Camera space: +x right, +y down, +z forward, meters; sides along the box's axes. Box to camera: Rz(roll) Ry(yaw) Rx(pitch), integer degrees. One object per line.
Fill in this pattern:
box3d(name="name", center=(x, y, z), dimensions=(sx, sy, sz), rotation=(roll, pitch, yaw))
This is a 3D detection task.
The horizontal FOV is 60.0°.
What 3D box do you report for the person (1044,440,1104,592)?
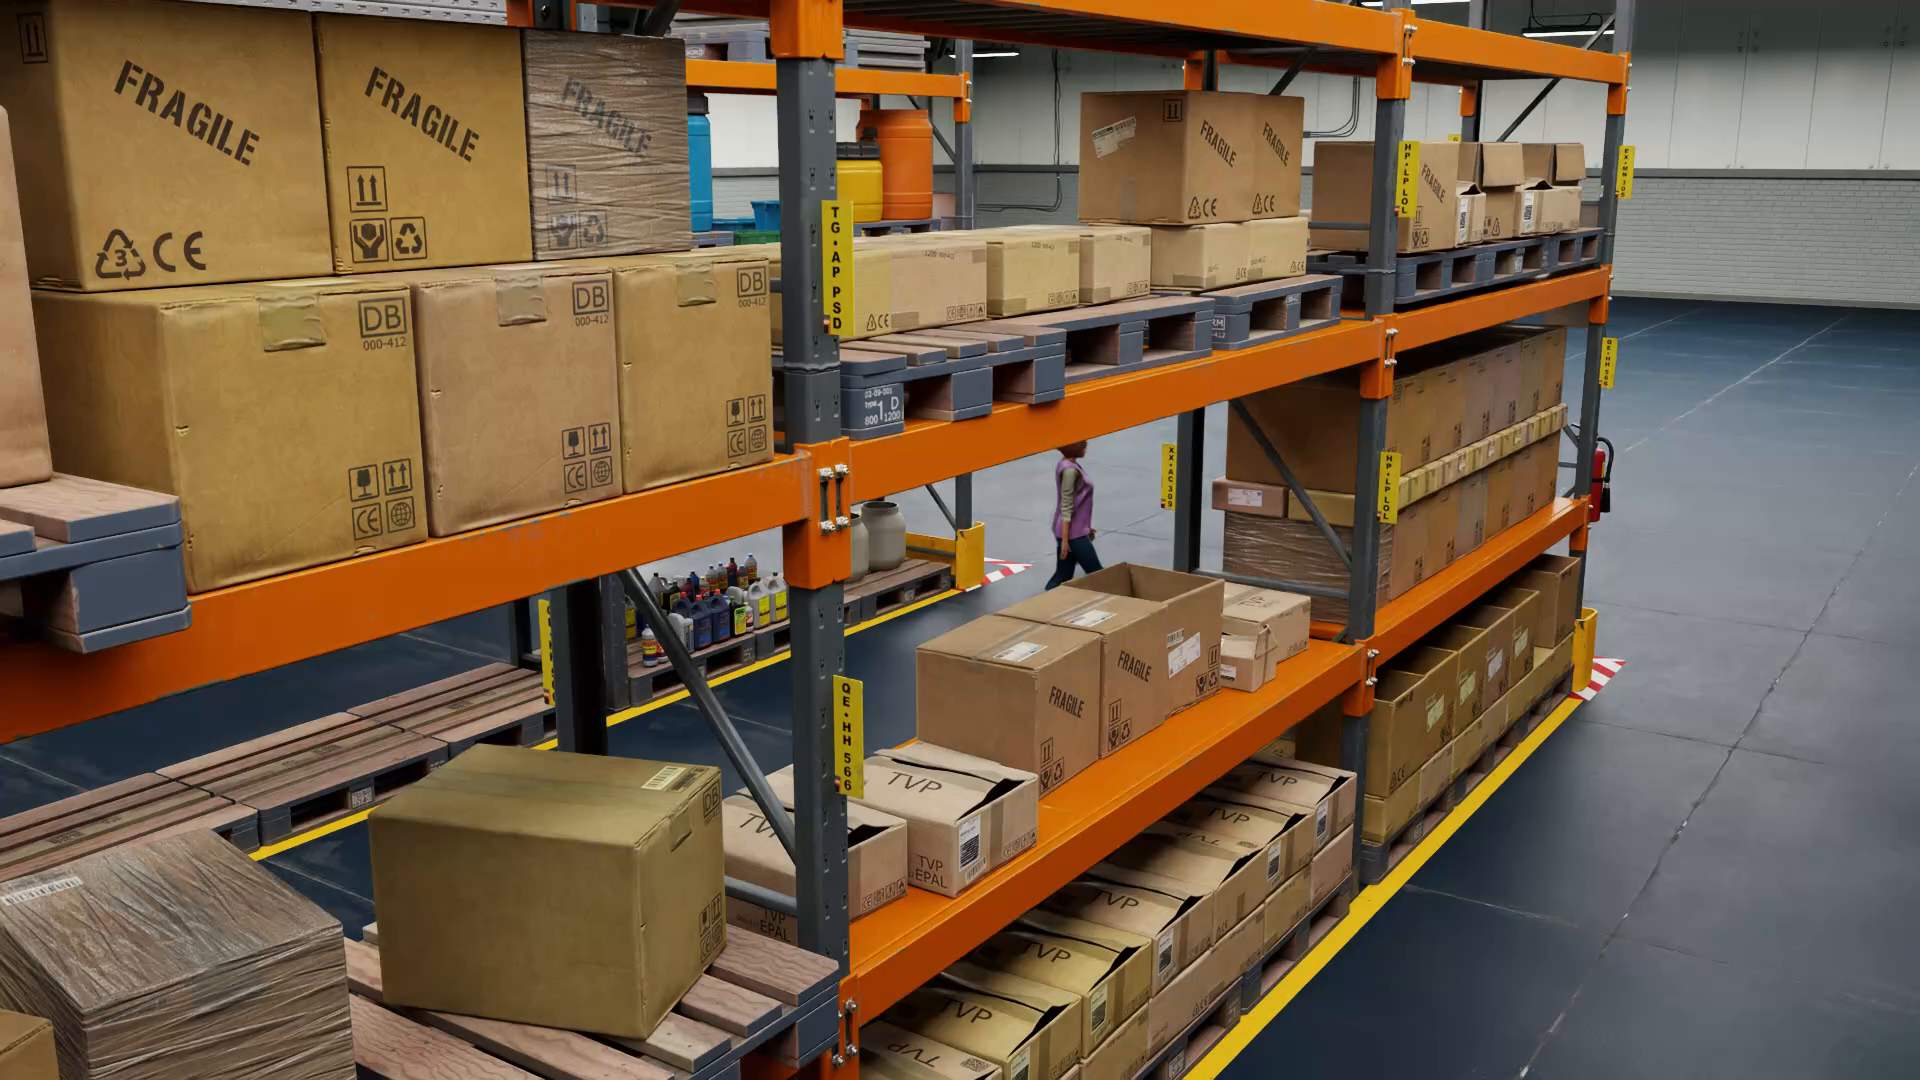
box3d(name="person", center=(0.916, -0.047, 12.169), dimensions=(0.750, 1.575, 0.466), rotation=(-1, 13, -3))
